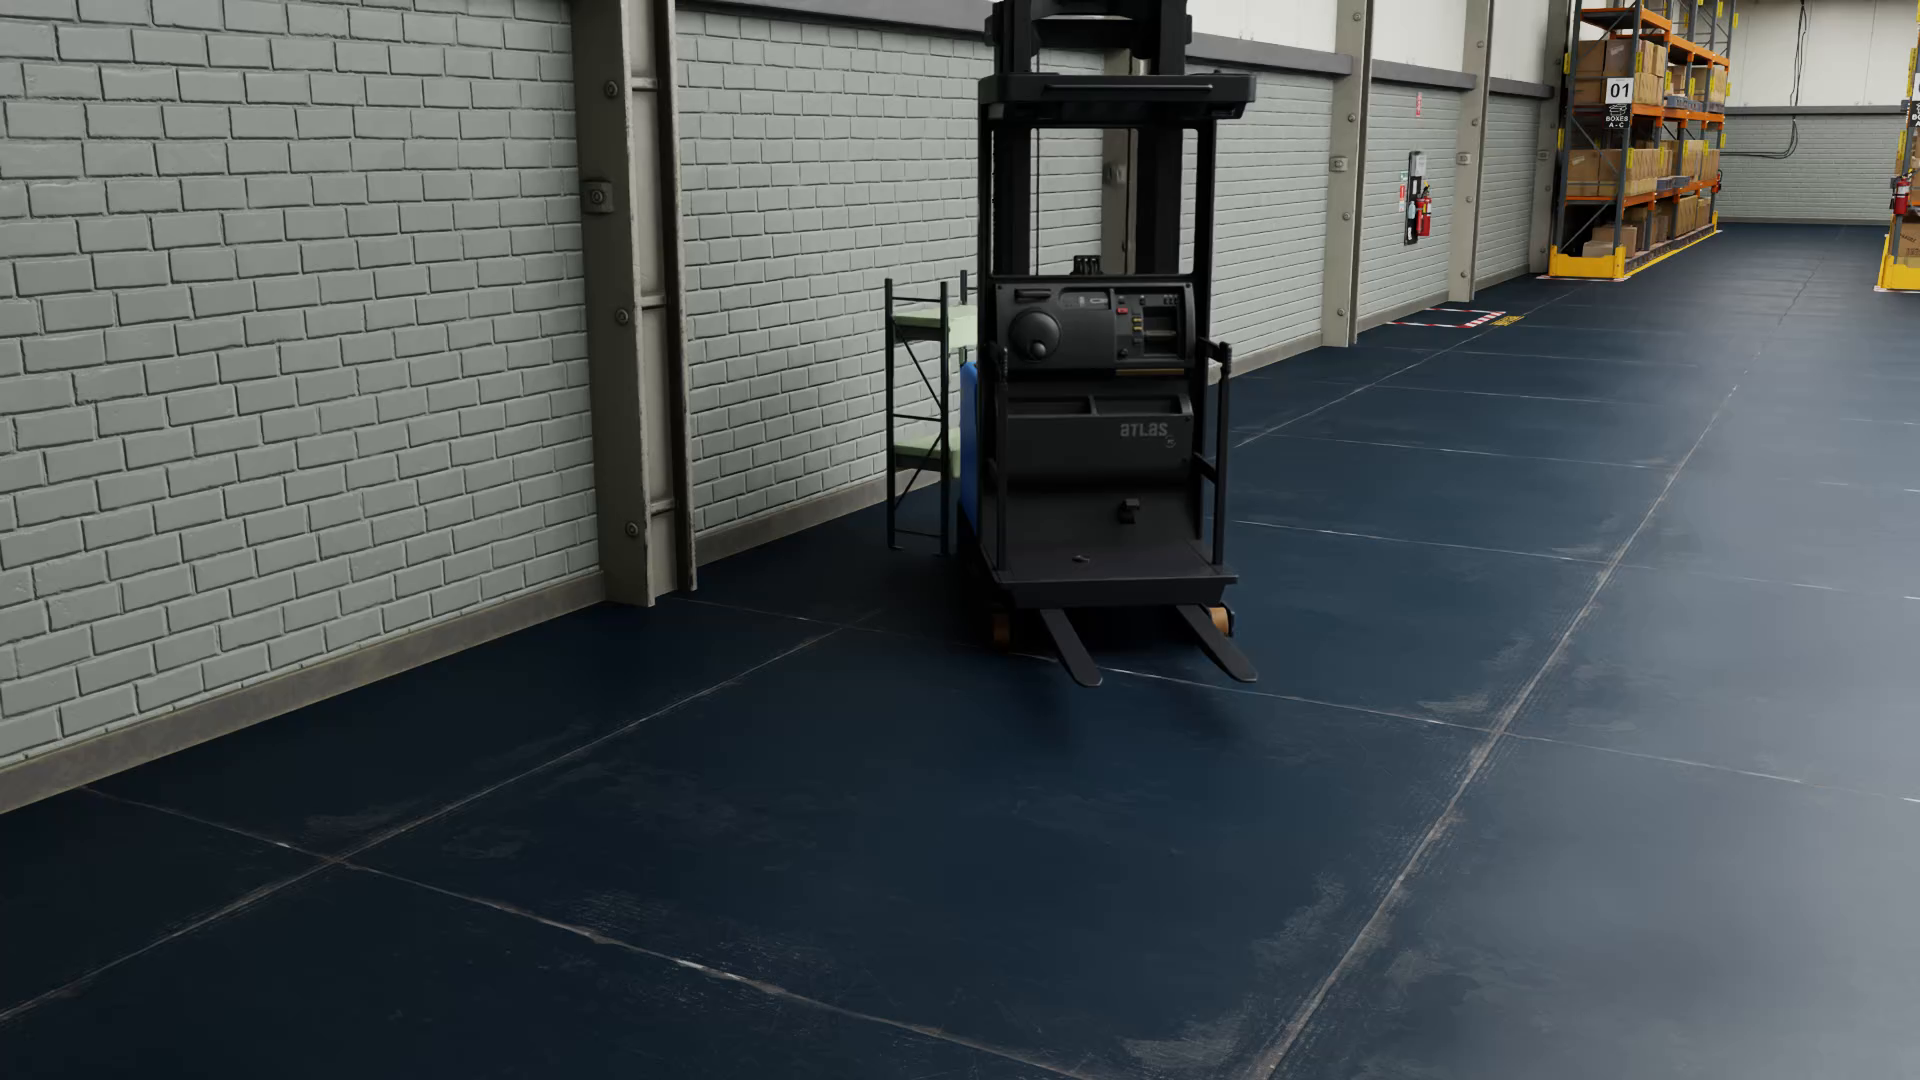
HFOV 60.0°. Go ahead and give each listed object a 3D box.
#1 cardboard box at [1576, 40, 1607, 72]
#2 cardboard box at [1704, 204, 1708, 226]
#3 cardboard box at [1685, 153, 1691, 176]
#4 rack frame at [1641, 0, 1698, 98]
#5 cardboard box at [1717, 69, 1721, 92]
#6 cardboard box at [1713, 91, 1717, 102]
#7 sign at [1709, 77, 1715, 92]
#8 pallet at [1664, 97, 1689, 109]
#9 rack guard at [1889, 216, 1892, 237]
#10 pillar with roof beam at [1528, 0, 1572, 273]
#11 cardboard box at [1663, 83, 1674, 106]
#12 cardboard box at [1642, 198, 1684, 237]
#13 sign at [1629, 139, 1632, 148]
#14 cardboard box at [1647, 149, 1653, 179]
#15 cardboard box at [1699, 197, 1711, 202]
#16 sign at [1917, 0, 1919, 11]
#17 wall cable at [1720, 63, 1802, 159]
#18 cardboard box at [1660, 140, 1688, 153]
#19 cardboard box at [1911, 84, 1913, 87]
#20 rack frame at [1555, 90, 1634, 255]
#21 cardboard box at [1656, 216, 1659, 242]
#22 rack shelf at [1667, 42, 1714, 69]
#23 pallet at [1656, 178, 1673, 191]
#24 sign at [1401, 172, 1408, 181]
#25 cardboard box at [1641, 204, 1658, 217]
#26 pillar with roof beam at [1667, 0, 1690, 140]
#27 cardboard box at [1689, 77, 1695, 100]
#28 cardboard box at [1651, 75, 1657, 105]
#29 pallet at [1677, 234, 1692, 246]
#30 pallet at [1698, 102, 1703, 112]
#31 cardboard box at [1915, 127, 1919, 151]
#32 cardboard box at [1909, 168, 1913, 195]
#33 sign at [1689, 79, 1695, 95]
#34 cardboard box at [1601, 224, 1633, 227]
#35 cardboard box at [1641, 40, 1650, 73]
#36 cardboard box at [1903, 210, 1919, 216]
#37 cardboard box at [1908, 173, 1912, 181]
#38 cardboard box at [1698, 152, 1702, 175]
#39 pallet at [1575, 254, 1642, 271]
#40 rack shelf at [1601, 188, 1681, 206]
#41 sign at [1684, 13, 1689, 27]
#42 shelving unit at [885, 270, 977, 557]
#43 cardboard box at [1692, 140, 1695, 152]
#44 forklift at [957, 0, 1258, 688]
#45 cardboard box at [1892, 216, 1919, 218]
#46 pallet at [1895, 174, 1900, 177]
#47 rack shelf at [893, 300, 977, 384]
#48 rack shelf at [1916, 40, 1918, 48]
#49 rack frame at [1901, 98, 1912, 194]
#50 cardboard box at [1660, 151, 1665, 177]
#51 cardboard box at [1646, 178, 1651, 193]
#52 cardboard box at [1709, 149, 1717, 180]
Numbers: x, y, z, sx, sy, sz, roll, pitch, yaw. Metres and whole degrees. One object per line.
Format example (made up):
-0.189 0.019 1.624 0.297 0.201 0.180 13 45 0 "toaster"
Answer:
10.431 -7.990 27.484 0.500 0.500 0.500 8 16 31 "cardboard box"
17.693 -7.883 40.269 0.700 0.500 0.500 7 15 28 "cardboard box"
15.039 -7.890 34.971 0.500 0.500 0.500 8 16 30 "cardboard box"
14.319 -10.427 33.582 1.000 3.000 0.127 7 15 28 "rack frame"
17.320 -10.656 38.545 0.500 0.500 0.500 7 15 28 "cardboard box"
17.076 -10.184 38.186 0.500 0.250 0.500 7 15 27 "cardboard box"
16.732 -10.134 36.994 0.100 0.325 0.005 7 15 28 "sign"
13.275 -8.384 31.911 1.213 0.211 1.003 7 15 28 "pallet"
22.487 -7.360 38.997 1.175 0.500 0.348 7 15 28 "rack guard"
13.801 -8.539 25.753 9.100 9.000 0.400 7 15 28 "pillar with roof beam"
13.611 -8.773 32.860 0.797 0.503 0.637 10 17 36 "cardboard box"
14.789 -6.805 35.052 0.750 0.750 0.750 7 15 27 "cardboard box"
13.831 -8.135 34.408 0.100 0.325 0.005 7 15 28 "sign"
11.938 -6.654 29.410 0.500 0.500 0.500 7 15 26 "cardboard box"
18.033 -8.254 40.424 0.380 0.149 0.250 7 15 27 "cardboard box"
20.124 -11.245 34.813 0.100 0.325 0.005 7 15 28 "sign"
21.233 -11.678 45.400 3.097 2.526 0.112 7 15 28 "wall cable"
14.778 -8.148 34.438 0.500 0.250 0.500 8 16 29 "cardboard box"
15.988 -7.632 27.386 0.500 0.311 0.500 6 15 25 "cardboard box"
10.451 -5.869 27.477 1.000 3.000 0.127 7 15 28 "rack frame"
13.665 -6.263 33.506 0.700 0.500 0.500 7 15 28 "cardboard box"
15.285 -10.293 35.415 1.077 0.370 4.000 7 15 28 "rack shelf"
12.882 -6.737 31.486 1.003 0.211 1.213 7 15 28 "pallet"
5.556 -4.550 20.800 0.001 0.109 0.331 7 15 28 "sign"
13.686 -6.610 33.346 0.500 0.250 0.500 8 16 29 "cardboard box"
22.503 -12.232 41.071 9.100 9.000 0.400 7 15 28 "pillar with roof beam"
15.518 -9.762 36.073 0.700 0.500 0.500 7 15 27 "cardboard box"
11.867 -7.854 29.056 0.500 0.500 0.500 7 15 26 "cardboard box"
15.357 -6.557 36.282 1.003 0.211 1.213 7 15 28 "pallet"
15.852 -9.502 36.557 0.805 0.209 1.217 7 15 26 "pallet"
16.271 -6.613 27.582 0.700 0.500 0.500 7 15 28 "cardboard box"
16.514 -6.086 28.164 0.700 0.500 0.500 7 15 27 "cardboard box"
14.793 -9.158 33.616 0.100 0.325 0.005 7 15 28 "sign"
11.918 -5.471 30.221 0.500 0.500 0.500 6 15 24 "cardboard box"
11.137 -8.020 27.611 0.500 0.500 0.500 7 15 27 "cardboard box"
18.927 -6.543 33.070 0.500 0.250 0.500 8 16 30 "cardboard box"
18.055 -6.745 31.301 0.500 0.311 0.500 7 15 27 "cardboard box"
16.250 -8.411 37.129 0.500 0.500 0.500 7 15 27 "cardboard box"
11.502 -4.941 29.578 1.003 0.211 1.213 7 15 28 "pallet"
13.352 -6.750 32.668 1.077 0.370 4.000 7 15 28 "rack shelf"
17.703 -12.663 40.528 0.100 0.325 0.005 7 15 28 "sign"
-0.031 -0.736 9.384 0.431 1.500 0.755 9 16 33 "shelving unit"
15.503 -8.460 35.736 0.500 0.250 0.500 7 15 27 "cardboard box"
0.649 -1.016 7.495 1.130 2.935 3.031 -1 14 -6 "forklift"
15.990 -5.198 28.065 0.500 0.500 0.500 7 15 28 "cardboard box"
20.109 -7.525 34.758 1.003 0.211 1.213 7 15 28 "pallet"
-0.031 -1.115 9.293 0.431 0.370 0.720 9 16 33 "rack shelf"
17.690 -8.912 29.687 1.077 0.370 4.000 7 15 28 "rack shelf"
16.723 -6.129 28.556 1.000 3.000 0.127 7 15 28 "rack frame"
13.228 -7.305 32.282 0.700 0.500 0.500 10 17 36 "cardboard box"
11.944 -6.289 29.496 0.500 0.250 0.500 7 15 28 "cardboard box"
17.606 -9.041 39.995 0.980 0.700 0.700 7 15 28 "cardboard box"
